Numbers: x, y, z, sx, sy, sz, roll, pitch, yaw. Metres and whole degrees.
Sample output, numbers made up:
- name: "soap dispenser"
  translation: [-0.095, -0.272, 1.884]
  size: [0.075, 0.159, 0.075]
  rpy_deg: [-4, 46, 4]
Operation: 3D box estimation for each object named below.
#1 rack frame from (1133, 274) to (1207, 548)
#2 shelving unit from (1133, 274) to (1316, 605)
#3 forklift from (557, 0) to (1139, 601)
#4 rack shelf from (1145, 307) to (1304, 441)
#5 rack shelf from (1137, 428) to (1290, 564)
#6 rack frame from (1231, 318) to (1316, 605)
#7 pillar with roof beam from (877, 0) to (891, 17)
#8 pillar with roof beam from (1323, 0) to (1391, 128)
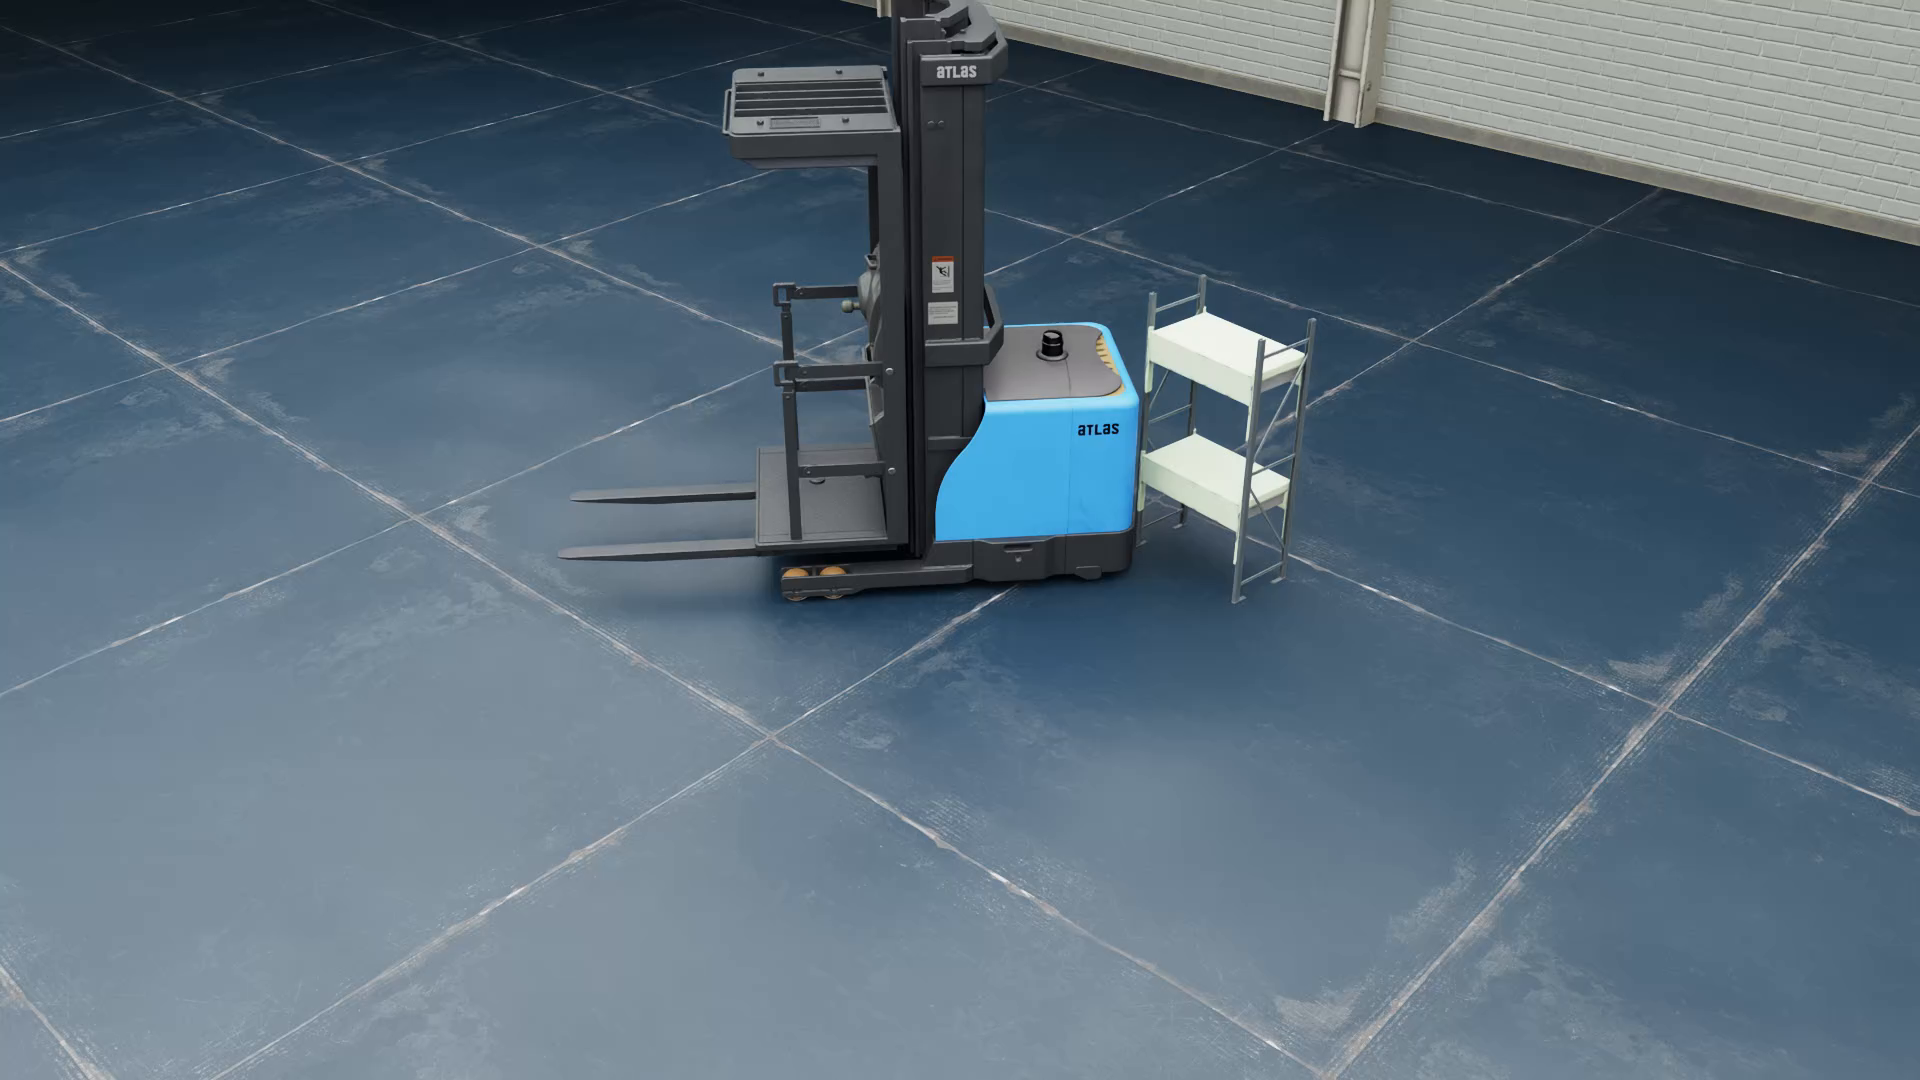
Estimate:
- name: "rack frame"
  translation: [1.118, -0.667, 8.904]
  size: [0.400, 1.500, 0.023]
  rpy_deg: [-23, 38, -33]
- name: "shelving unit"
  translation: [1.350, -0.521, 8.661]
  size: [0.431, 1.500, 0.755]
  rpy_deg: [-23, 38, -33]
- name: "forklift"
  translation: [-0.627, -1.224, 8.441]
  size: [3.031, 2.935, 1.130]
  rpy_deg: [-3, 31, -5]
- name: "rack shelf"
  translation: [1.350, -0.855, 8.460]
  size: [0.431, 0.370, 0.720]
  rpy_deg: [-23, 38, -33]
- name: "rack shelf"
  translation: [1.350, -0.242, 8.830]
  size: [0.431, 0.370, 0.720]
  rpy_deg: [-23, 38, -33]
- name: "rack frame"
  translation: [1.582, -0.375, 8.419]
  size: [0.400, 1.500, 0.023]
  rpy_deg: [-23, 38, -33]
- name: "pillar with roof beam"
  translation: [-3.609, -8.304, 14.319]
  size: [0.400, 9.000, 9.100]
  rpy_deg: [25, 39, 35]
- name: "pillar with roof beam"
  translation: [0.840, -6.227, 10.869]
  size: [0.400, 9.000, 9.100]
  rpy_deg: [25, 39, 35]
